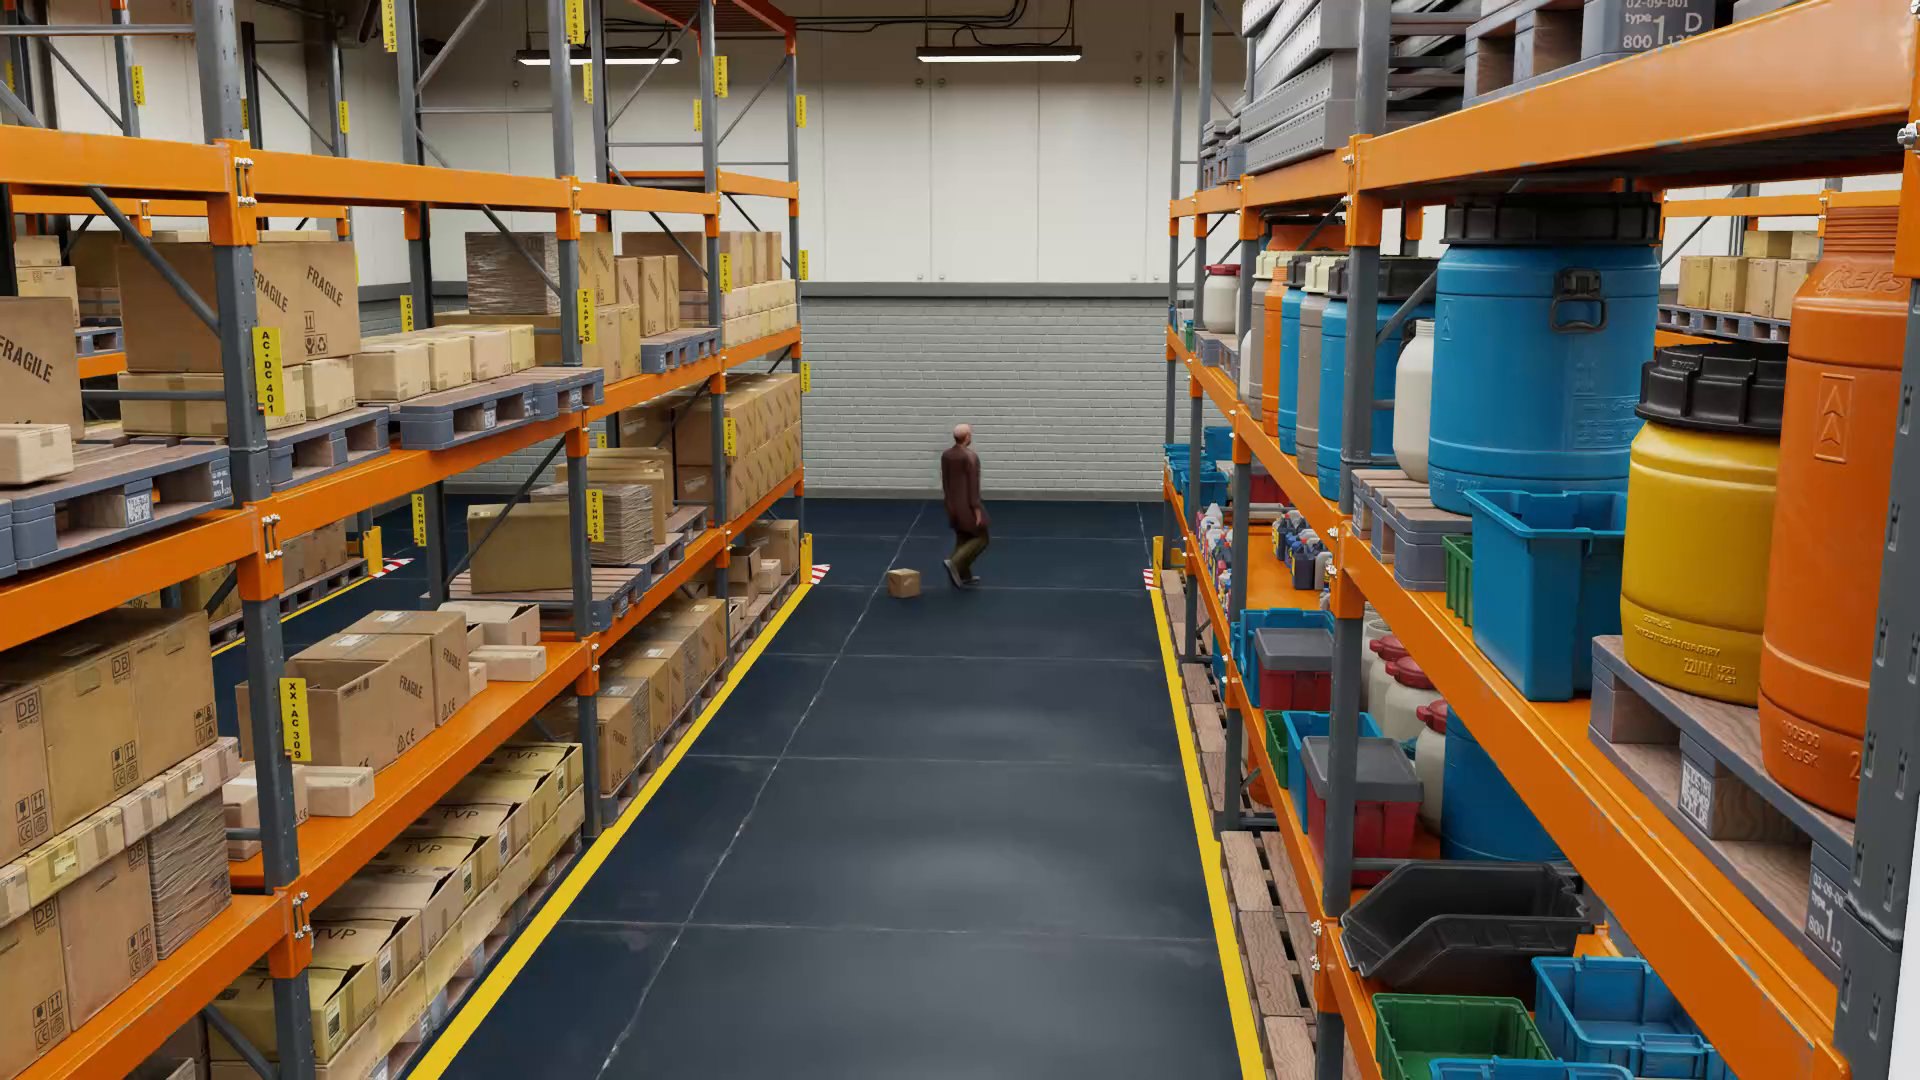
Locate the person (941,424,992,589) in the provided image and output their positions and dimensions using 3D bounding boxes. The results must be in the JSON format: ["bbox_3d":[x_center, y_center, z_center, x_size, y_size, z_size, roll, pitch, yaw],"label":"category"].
[{"bbox_3d":[0.018,-0.353,17.702,0.626,1.766,0.604,-9,14,-39],"label":"person"}]
